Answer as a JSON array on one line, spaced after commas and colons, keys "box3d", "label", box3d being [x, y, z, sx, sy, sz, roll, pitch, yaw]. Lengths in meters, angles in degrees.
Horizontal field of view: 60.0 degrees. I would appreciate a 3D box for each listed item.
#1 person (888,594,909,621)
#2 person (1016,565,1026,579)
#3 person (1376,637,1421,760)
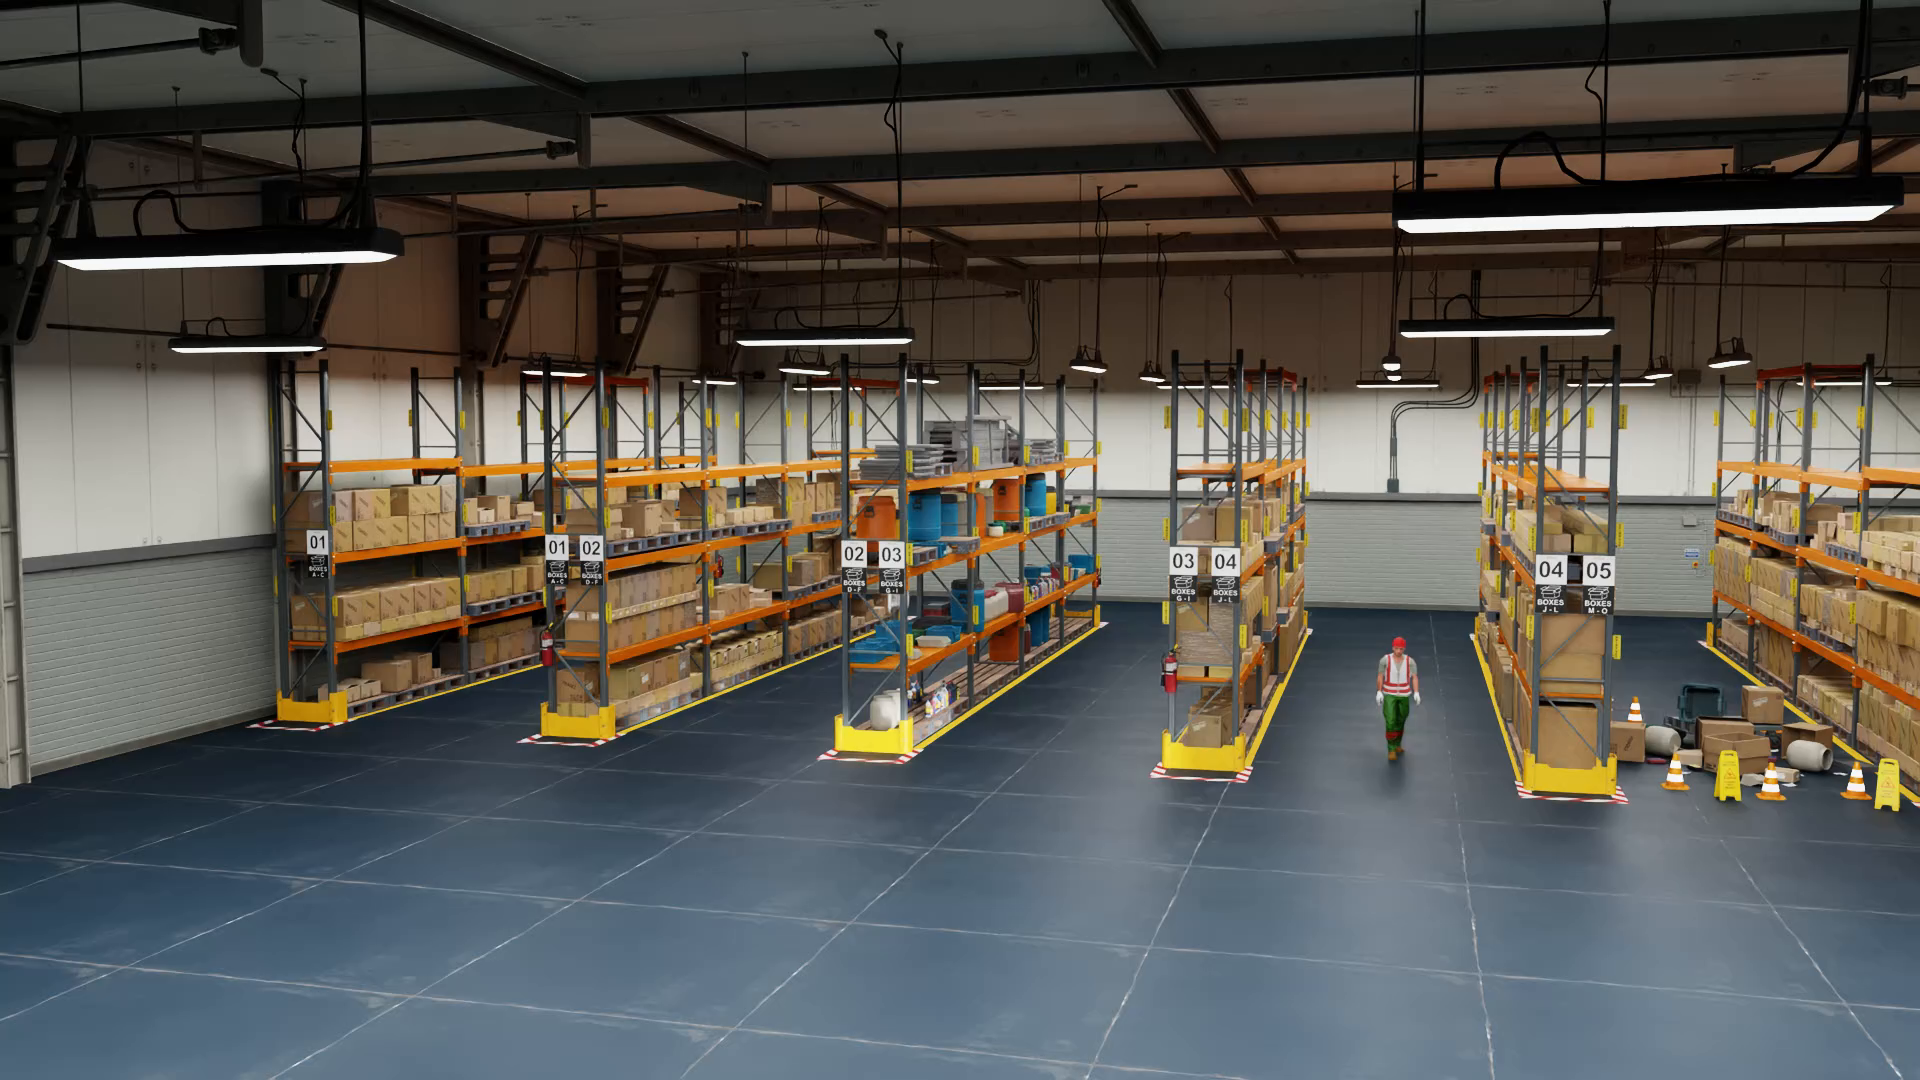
[{"box3d": [-1.380, 1.480, 37.241, 0.467, 1.642, 0.989, 0, 4, 5], "label": "person"}, {"box3d": [1.502, 1.383, 38.887, 0.444, 1.615, 1.071, 4, 6, 44], "label": "person"}, {"box3d": [6.520, 2.332, 24.740, 0.606, 1.789, 0.715, 0, 4, 5], "label": "person"}]
